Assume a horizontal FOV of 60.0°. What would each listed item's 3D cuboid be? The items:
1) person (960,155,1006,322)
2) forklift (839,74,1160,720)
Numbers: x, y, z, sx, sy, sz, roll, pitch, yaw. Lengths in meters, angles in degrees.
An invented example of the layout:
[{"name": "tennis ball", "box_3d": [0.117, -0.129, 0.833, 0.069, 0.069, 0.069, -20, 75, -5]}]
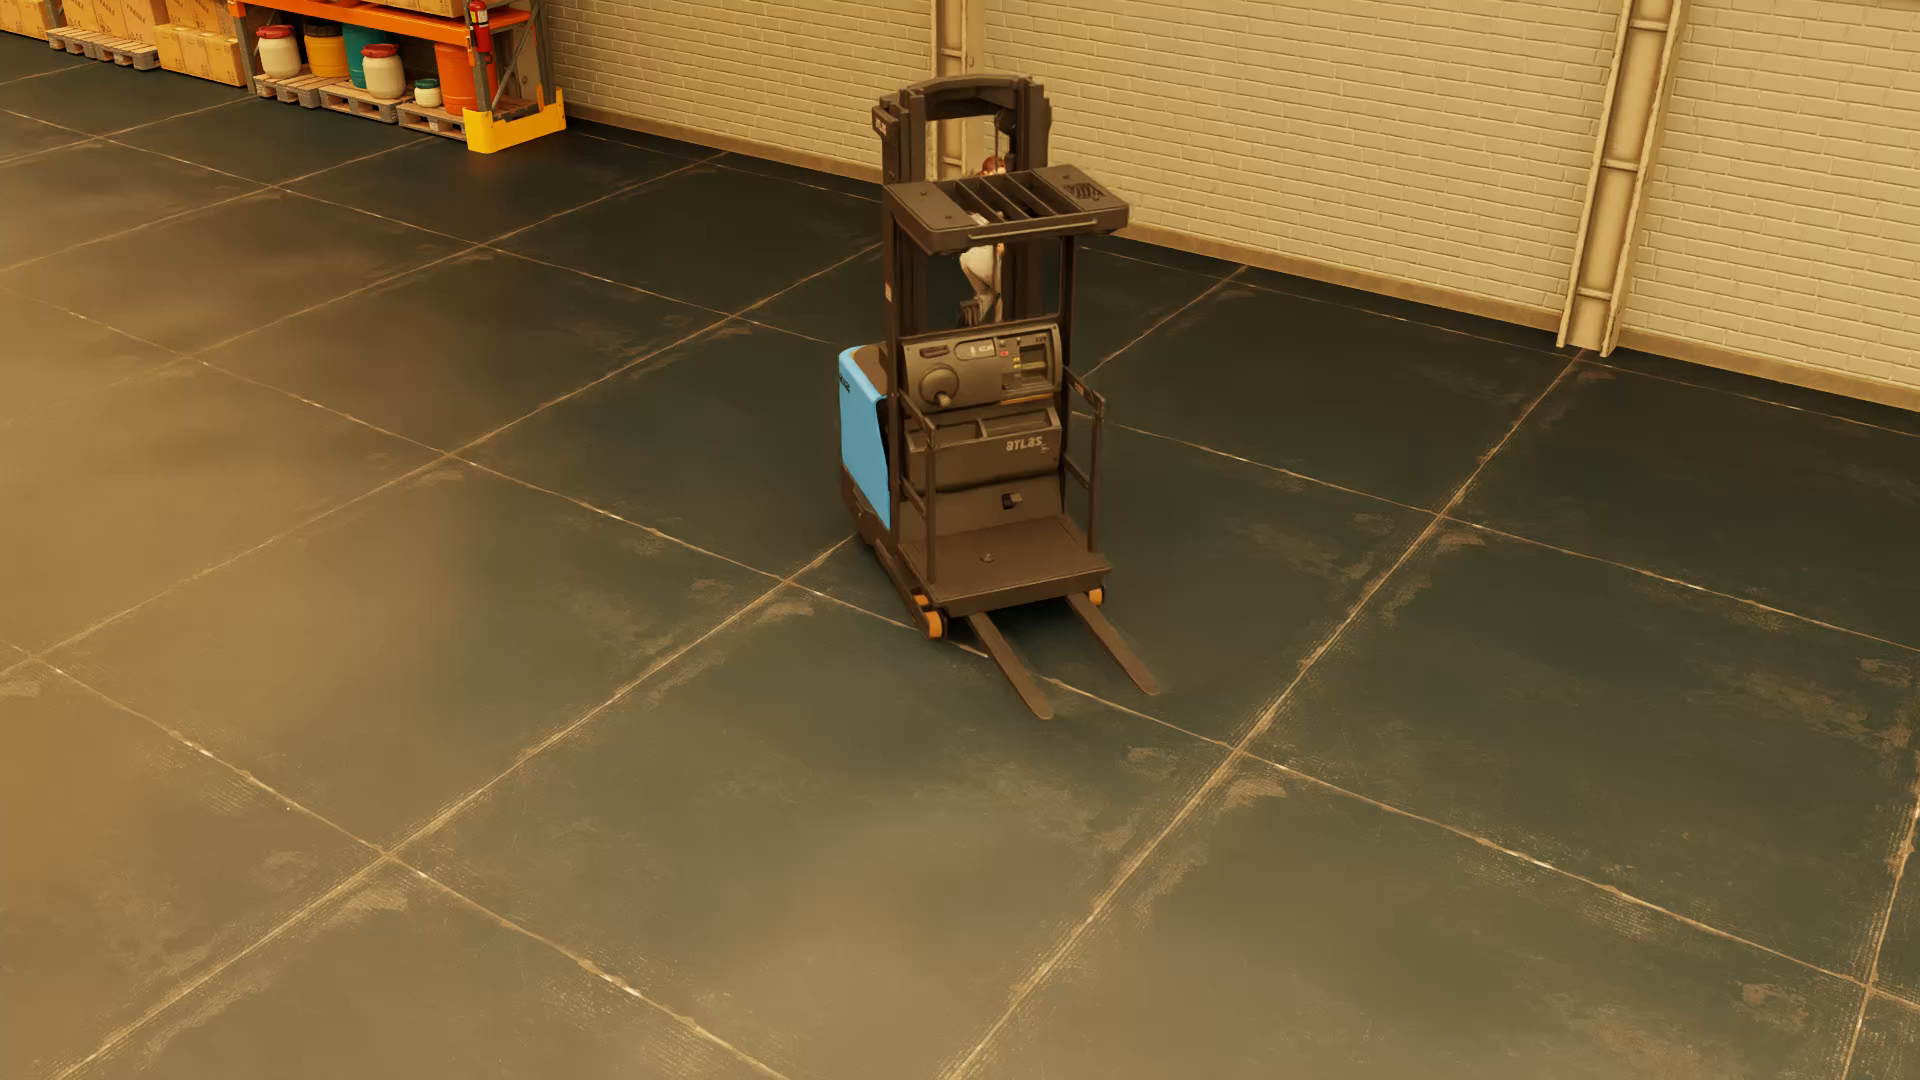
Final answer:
[{"name": "person", "box_3d": [0.316, -2.139, 12.659, 0.802, 1.542, 0.774, -15, 33, -23]}, {"name": "forklift", "box_3d": [0.210, -0.931, 9.184, 1.130, 2.935, 3.031, -11, 32, -17]}]
